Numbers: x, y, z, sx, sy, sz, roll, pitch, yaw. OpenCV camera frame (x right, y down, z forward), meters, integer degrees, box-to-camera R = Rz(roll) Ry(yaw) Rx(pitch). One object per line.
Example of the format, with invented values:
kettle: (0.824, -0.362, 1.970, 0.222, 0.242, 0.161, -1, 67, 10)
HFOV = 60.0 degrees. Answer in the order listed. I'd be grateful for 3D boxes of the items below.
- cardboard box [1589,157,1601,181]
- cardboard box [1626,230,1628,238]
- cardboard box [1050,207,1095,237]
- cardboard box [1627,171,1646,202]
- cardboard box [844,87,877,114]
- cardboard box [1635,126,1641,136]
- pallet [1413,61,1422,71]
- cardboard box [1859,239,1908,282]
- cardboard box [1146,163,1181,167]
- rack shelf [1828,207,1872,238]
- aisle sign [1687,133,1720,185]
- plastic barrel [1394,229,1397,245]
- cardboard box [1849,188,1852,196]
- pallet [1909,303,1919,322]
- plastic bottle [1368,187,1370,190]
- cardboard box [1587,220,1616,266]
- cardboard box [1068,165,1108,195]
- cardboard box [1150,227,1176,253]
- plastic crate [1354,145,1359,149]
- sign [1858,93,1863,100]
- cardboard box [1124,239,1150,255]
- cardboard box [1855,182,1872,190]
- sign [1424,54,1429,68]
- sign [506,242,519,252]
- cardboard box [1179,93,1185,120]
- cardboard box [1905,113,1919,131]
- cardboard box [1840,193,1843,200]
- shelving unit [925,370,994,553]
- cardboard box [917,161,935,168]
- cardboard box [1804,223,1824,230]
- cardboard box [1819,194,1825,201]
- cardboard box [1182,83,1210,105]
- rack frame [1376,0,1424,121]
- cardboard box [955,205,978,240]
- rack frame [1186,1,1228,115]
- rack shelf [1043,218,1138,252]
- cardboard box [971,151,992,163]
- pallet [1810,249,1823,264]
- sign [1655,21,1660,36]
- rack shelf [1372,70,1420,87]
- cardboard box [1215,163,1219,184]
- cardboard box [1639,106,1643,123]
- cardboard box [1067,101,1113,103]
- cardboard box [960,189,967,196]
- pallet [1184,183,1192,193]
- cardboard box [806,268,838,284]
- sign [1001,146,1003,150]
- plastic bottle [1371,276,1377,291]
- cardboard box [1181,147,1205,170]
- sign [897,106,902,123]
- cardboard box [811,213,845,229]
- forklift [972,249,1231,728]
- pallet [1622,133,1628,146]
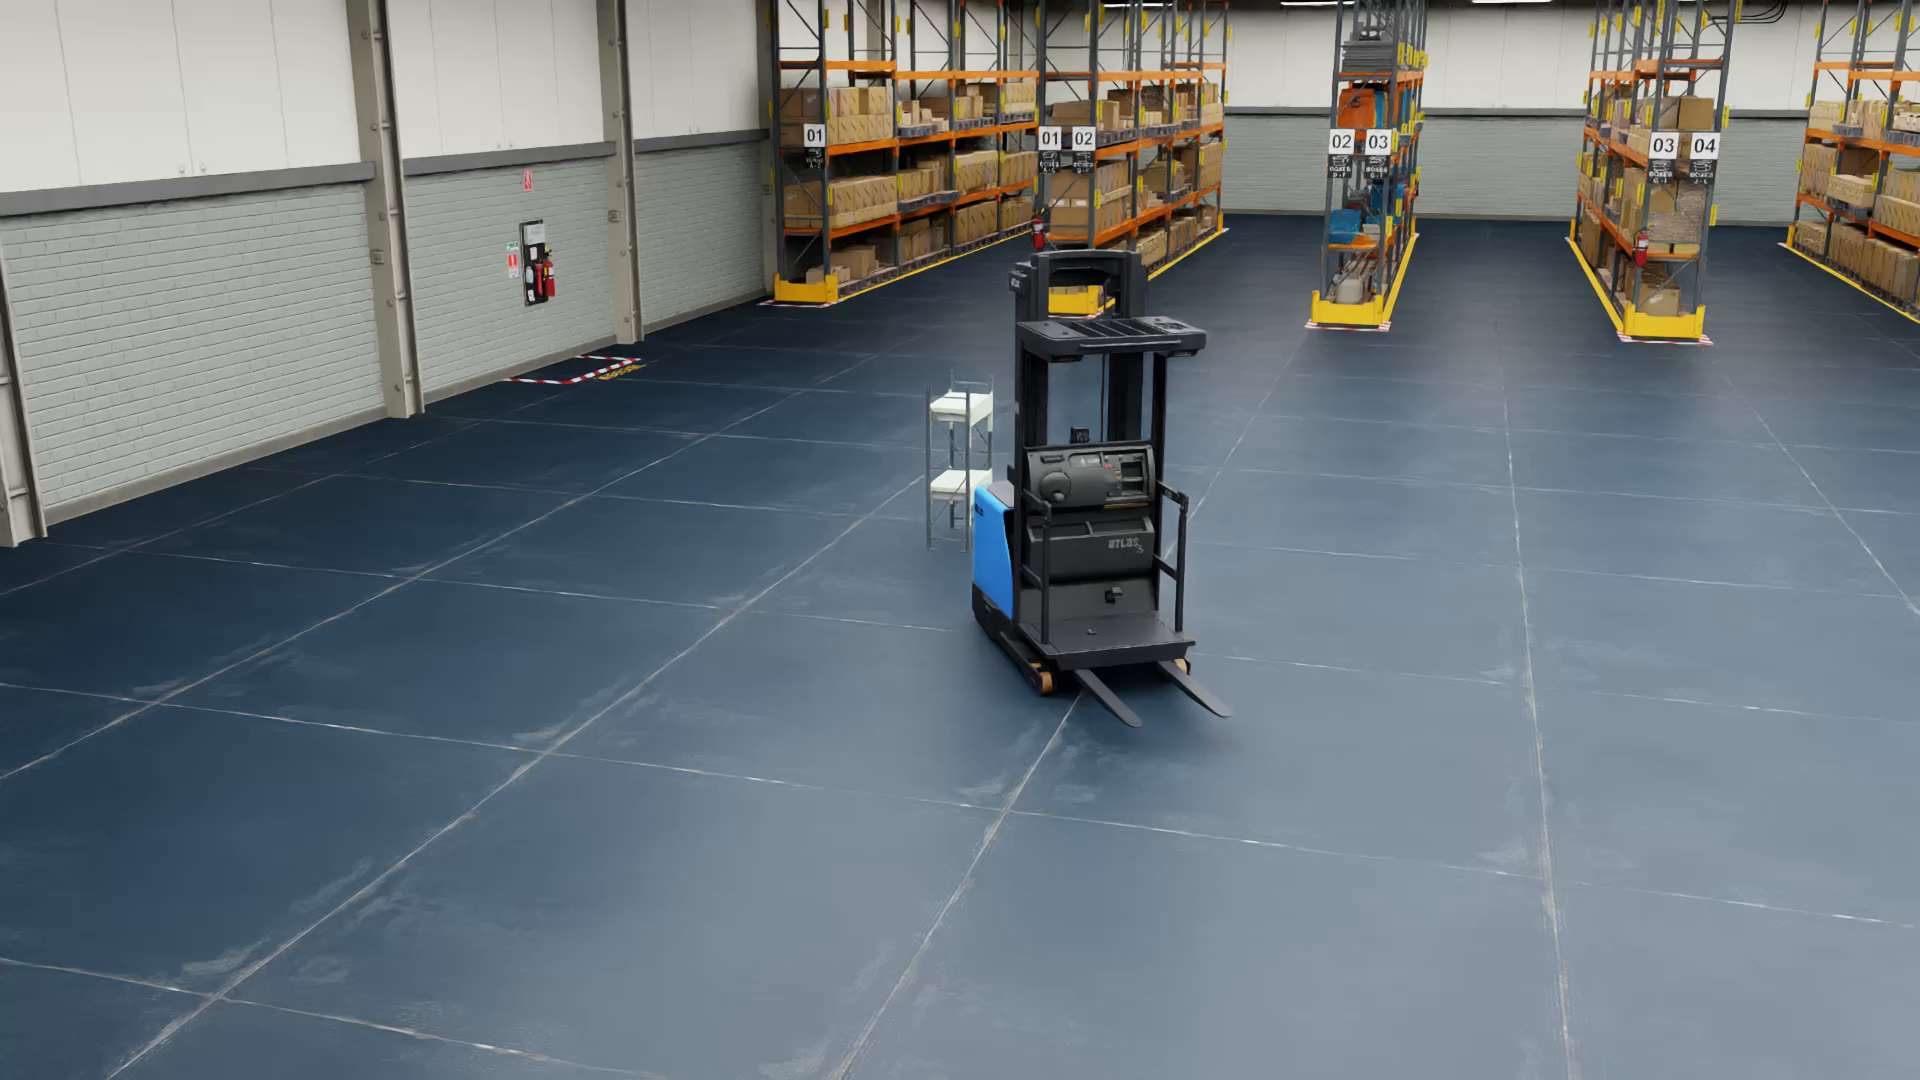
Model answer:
cardboard box: (14.640, -8.459, 37.933, 0.500, 0.500, 0.500, 5, 17, 17)
cardboard box: (11.811, -5.311, 28.938, 0.380, 0.149, 0.250, 5, 16, 16)
cardboard box: (2.004, -5.686, 29.615, 0.700, 0.500, 0.500, 5, 16, 16)
cardboard box: (11.838, -6.106, 28.720, 0.500, 0.500, 0.500, 5, 16, 16)
cardboard box: (-1.921, -8.494, 32.151, 0.500, 0.500, 0.500, 4, 16, 14)
cardboard box: (11.809, -7.021, 28.552, 0.380, 0.149, 0.250, 4, 16, 15)
pallet: (9.115, -10.013, 35.142, 1.213, 0.211, 1.003, 5, 16, 16)
cardboard box: (18.097, -5.396, 32.132, 1.050, 0.750, 0.750, 4, 16, 15)
cardboard box: (4.785, -8.615, 39.172, 0.700, 0.500, 0.500, 7, 17, 25)
rack shelf: (18.924, -6.606, 34.362, 1.077, 0.370, 4.000, 5, 16, 16)
aisle sign: (11.626, -5.958, 25.996, 0.394, 0.787, 0.004, 5, 16, 16)
plastic barrel: (9.846, -7.322, 38.644, 0.600, 0.901, 0.708, 5, 16, 16)
cardboard box: (18.351, -7.087, 33.886, 0.380, 0.149, 0.250, 5, 16, 15)
pallet: (16.928, -3.848, 28.430, 1.003, 0.211, 1.213, 5, 16, 16)
plastic bottle: (9.191, -7.817, 37.539, 0.152, 0.276, 0.135, 5, 16, 16)
cardboard box: (13.845, -6.199, 34.732, 1.225, 0.875, 0.875, 4, 16, 13)
cardboard box: (2.306, -6.594, 30.438, 0.700, 0.500, 0.500, 5, 16, 16)
cardboard box: (4.536, -6.715, 37.203, 0.500, 0.500, 0.500, 5, 17, 18)
plastic crate: (6.860, -7.089, 29.278, 0.392, 0.384, 0.575, 5, 16, 16)
sign: (21.156, -10.343, 39.098, 0.100, 0.325, 0.005, 5, 16, 16)
cardboard box: (3.645, -6.067, 34.383, 0.500, 0.311, 0.500, 4, 16, 14)
cardboard box: (18.204, -7.094, 33.365, 0.380, 0.149, 0.250, 5, 17, 18)
sign: (11.686, -12.010, 41.692, 0.100, 0.325, 0.005, 5, 16, 16)
sign: (-6.212, -4.072, 23.074, 0.001, 0.109, 0.331, 5, 16, 16)
cardboard box: (4.887, -10.094, 38.709, 0.600, 0.600, 0.600, 4, 16, 15)
cardboard box: (17.651, -7.642, 30.408, 0.500, 0.311, 0.500, 4, 16, 15)
cardboard box: (18.574, -7.147, 34.642, 0.380, 0.149, 0.250, 4, 16, 15)
shelving unit: (-0.002, -0.720, 15.039, 0.431, 1.500, 0.755, 5, 16, 16)
cardboard box: (-0.765, -8.386, 37.142, 0.380, 0.149, 0.250, 2, 16, 7)
cardboard box: (20.006, -7.319, 38.923, 0.380, 0.149, 0.250, 4, 16, 13)
cardboard box: (19.597, -7.728, 37.458, 0.380, 0.149, 0.250, 4, 16, 13)
cardboard box: (5.785, -11.009, 41.055, 0.700, 0.500, 0.500, 5, 16, 16)
rack frame: (10.017, -11.157, 38.094, 1.000, 3.000, 0.127, 5, 16, 16)
cardboard box: (-0.028, -7.571, 39.616, 0.750, 0.750, 0.750, 5, 16, 16)
rack frame: (6.406, -12.588, 43.141, 1.000, 3.000, 0.127, 5, 16, 16)
rack shelf: (2.427, -5.693, 31.144, 1.077, 0.370, 4.000, 5, 16, 16)
cardboard box: (0.477, -9.326, 40.492, 0.500, 0.250, 0.500, 5, 17, 17)
pallet: (19.650, -6.313, 37.119, 1.003, 0.211, 1.213, 5, 16, 16)
sign: (15.289, -11.221, 36.464, 0.100, 0.325, 0.005, 5, 16, 16)
rack shelf: (9.449, -10.095, 36.402, 1.077, 0.370, 4.000, 5, 16, 16)
cardboard box: (6.395, -9.476, 42.979, 0.500, 0.500, 0.500, 5, 17, 16)
cardboard box: (12.721, -7.604, 30.105, 0.797, 0.503, 0.637, 4, 16, 13)
cardboard box: (2.407, -7.904, 30.907, 0.797, 0.503, 0.637, 7, 17, 22)
cardboard box: (-0.066, -8.078, 38.655, 0.380, 0.149, 0.250, 5, 17, 18)
pallet: (4.937, -8.363, 39.589, 1.003, 0.211, 1.213, 5, 16, 16)
cardboard box: (-2.609, -4.992, 31.473, 0.500, 0.311, 0.500, 3, 16, 10)
sign: (1.125, -10.585, 45.339, 0.100, 0.325, 0.005, 5, 16, 16)
plastic bottle: (7.641, -4.711, 30.548, 0.152, 0.276, 0.135, 5, 17, 17)
cardboard box: (5.673, -9.286, 40.478, 0.500, 0.500, 0.500, 5, 17, 17)
sign: (-1.232, -8.598, 33.621, 0.100, 0.325, 0.005, 5, 16, 16)
cardboard box: (-2.449, -5.940, 30.933, 0.500, 0.250, 0.500, 4, 16, 14)
forklift: (0.984, -0.457, 11.488, 1.130, 2.935, 3.031, -4, 16, -15)
pallet: (12.770, -7.300, 30.336, 1.213, 0.211, 1.003, 5, 16, 16)
